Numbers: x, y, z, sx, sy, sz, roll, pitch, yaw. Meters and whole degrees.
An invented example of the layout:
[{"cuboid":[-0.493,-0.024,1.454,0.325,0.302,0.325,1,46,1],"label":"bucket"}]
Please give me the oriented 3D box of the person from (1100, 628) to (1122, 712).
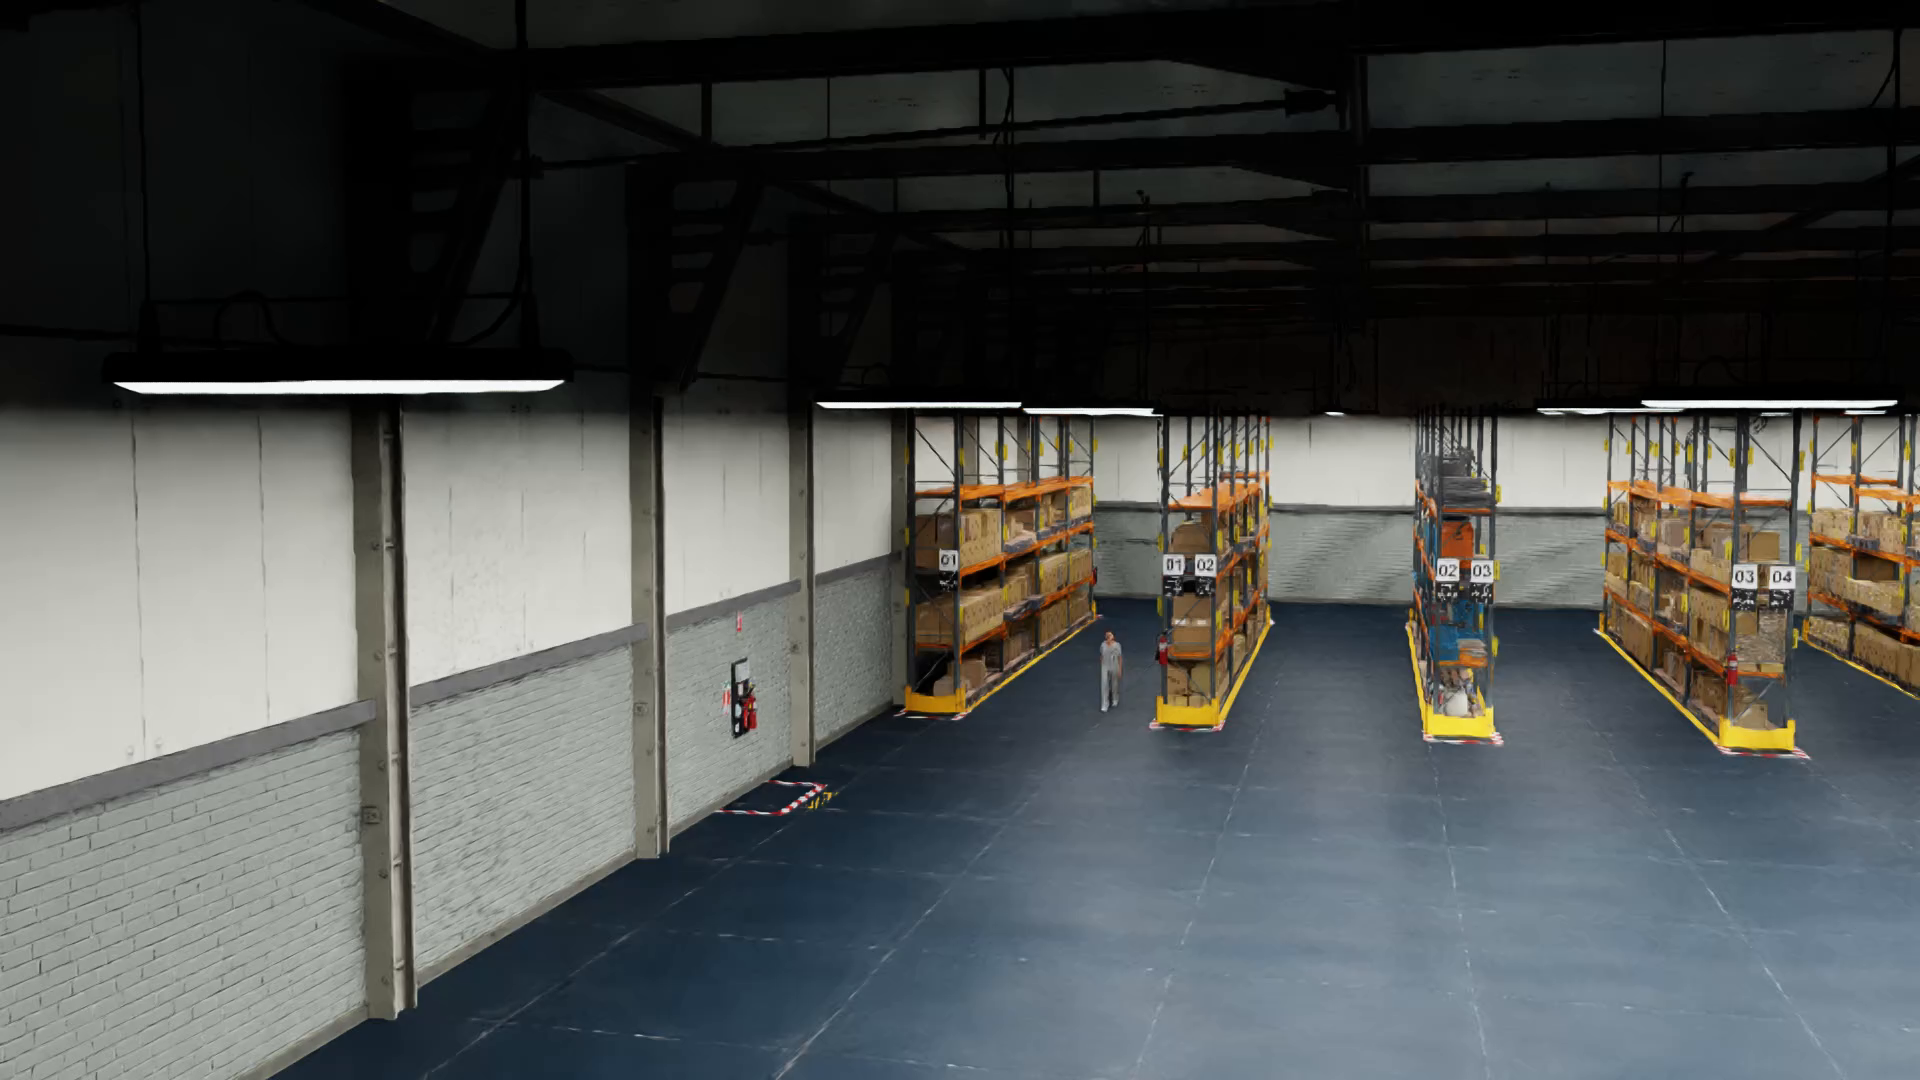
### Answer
[{"cuboid":[2.968,2.533,32.673,0.455,1.612,1.019,1,4,13],"label":"person"}]
